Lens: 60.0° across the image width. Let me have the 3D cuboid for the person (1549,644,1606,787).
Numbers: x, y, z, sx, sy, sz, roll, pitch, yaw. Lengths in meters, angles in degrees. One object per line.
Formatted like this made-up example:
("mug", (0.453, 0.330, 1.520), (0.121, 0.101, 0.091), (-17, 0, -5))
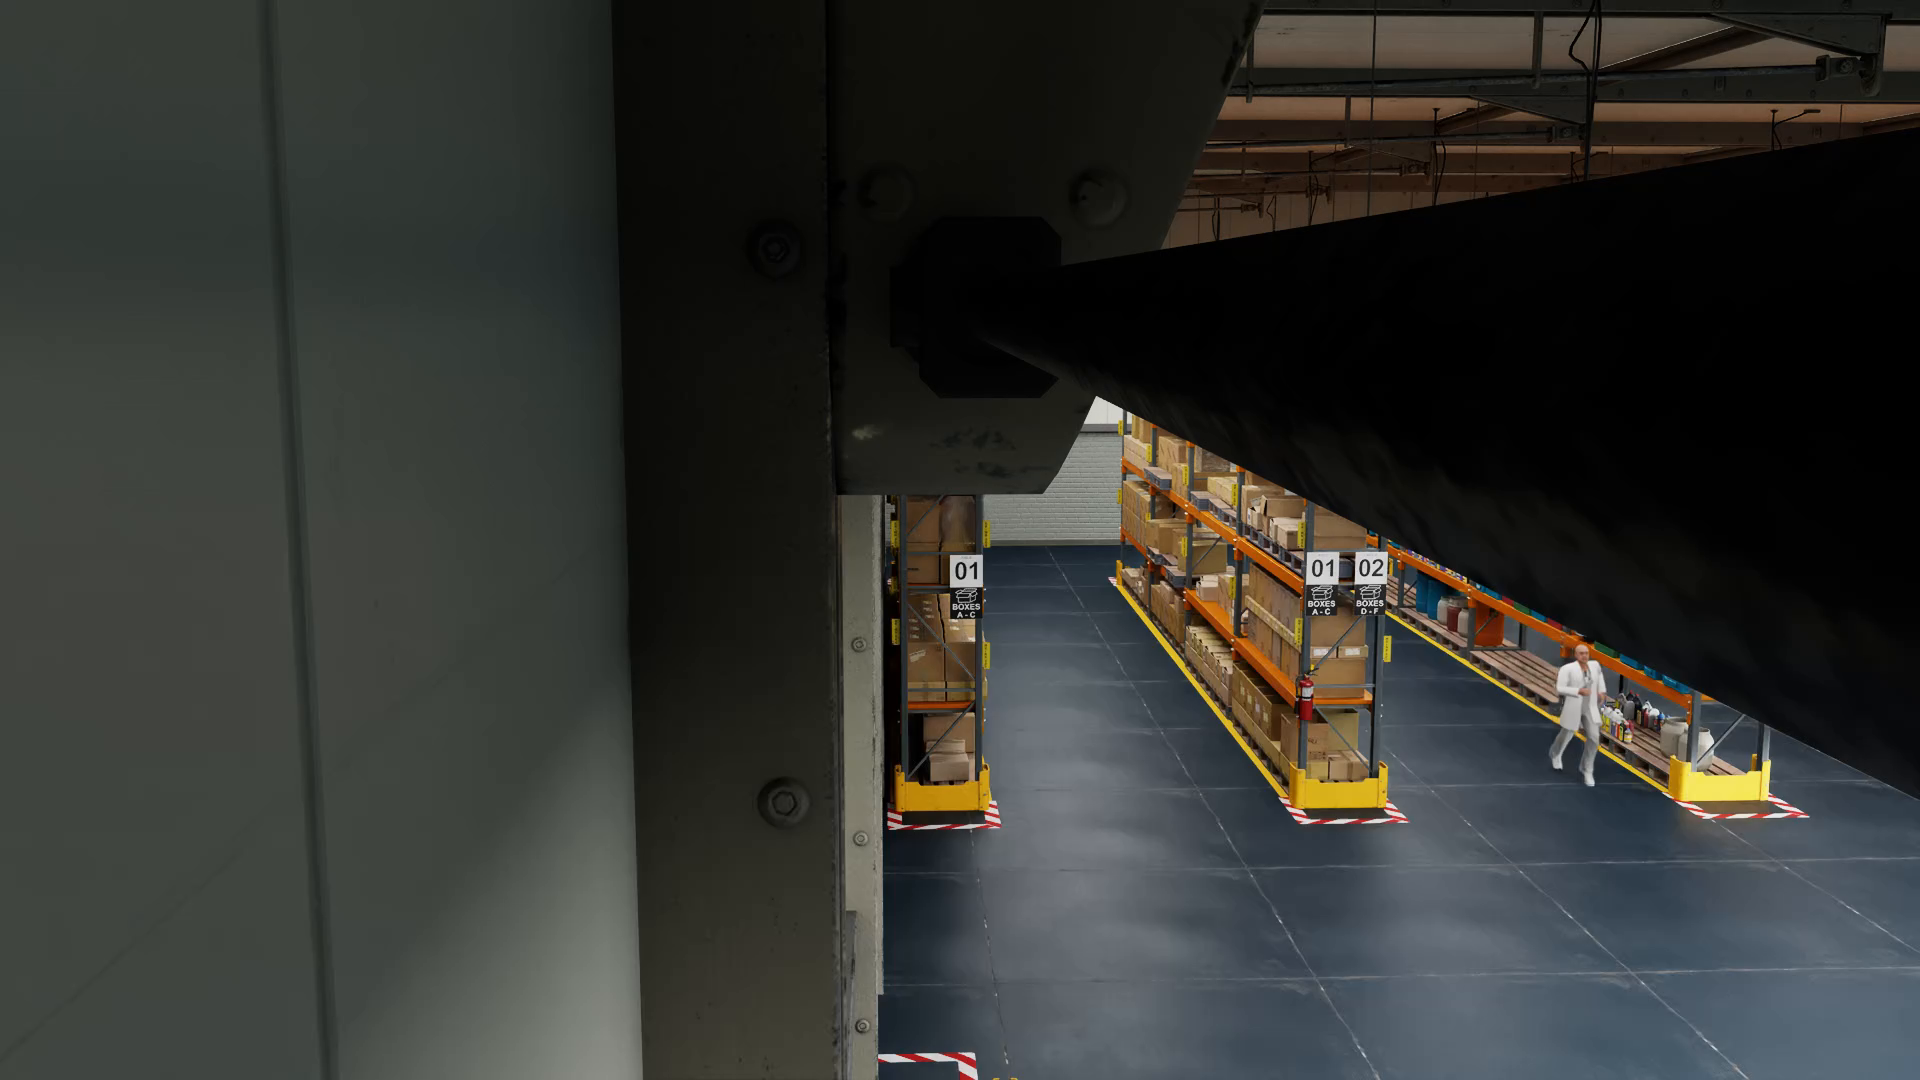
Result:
("person", (8.122, 2.254, 21.822), (0.727, 1.837, 0.984), (0, 8, -1))
